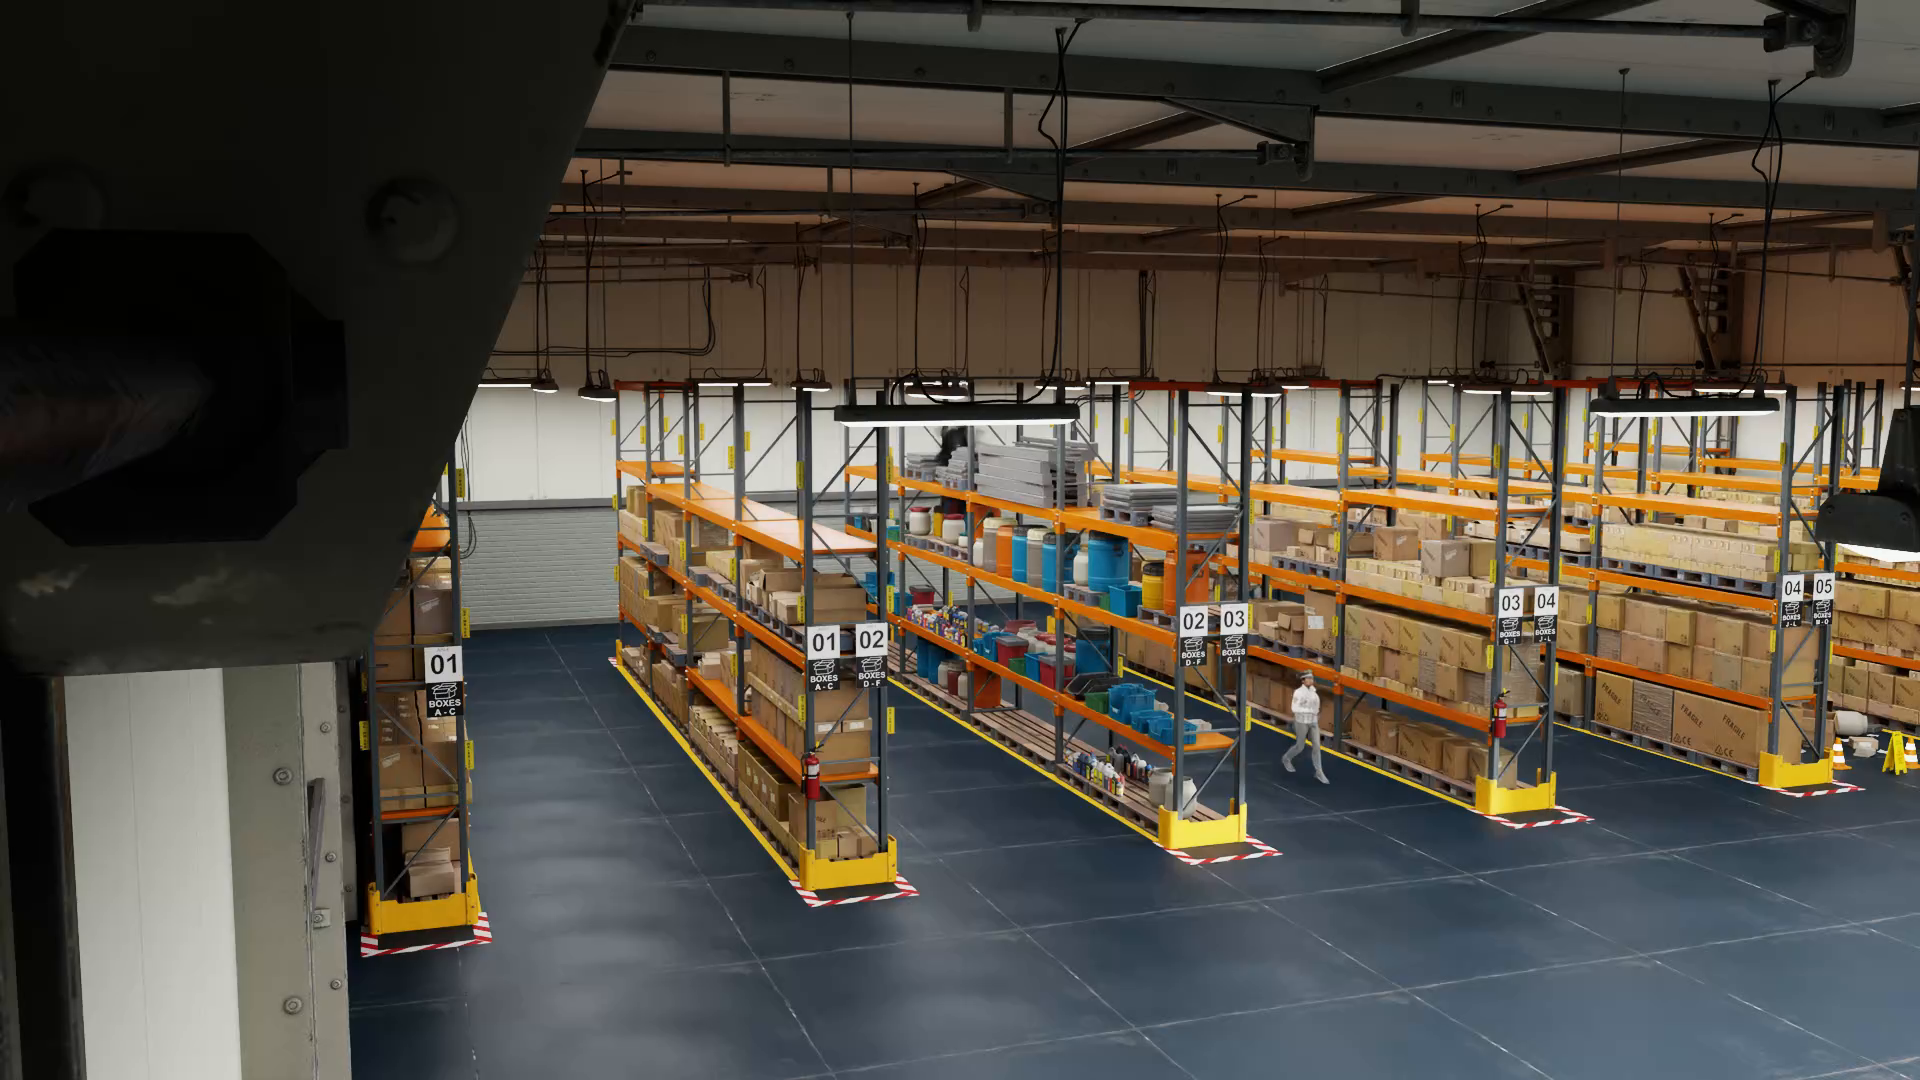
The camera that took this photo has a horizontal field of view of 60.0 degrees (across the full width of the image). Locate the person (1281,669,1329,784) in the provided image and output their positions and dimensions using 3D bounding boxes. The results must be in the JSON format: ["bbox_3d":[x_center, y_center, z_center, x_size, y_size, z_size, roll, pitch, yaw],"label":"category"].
[{"bbox_3d":[5.268,2.795,25.299,0.612,1.702,0.919,-4,7,-32],"label":"person"}]

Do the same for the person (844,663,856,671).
[{"bbox_3d":[-2.048,2.335,29.602,0.684,1.844,0.848,-3,7,-26],"label":"person"}]

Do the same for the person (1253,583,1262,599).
[{"bbox_3d":[7.557,1.099,41.476,0.534,1.708,0.700,2,6,21],"label":"person"}]
